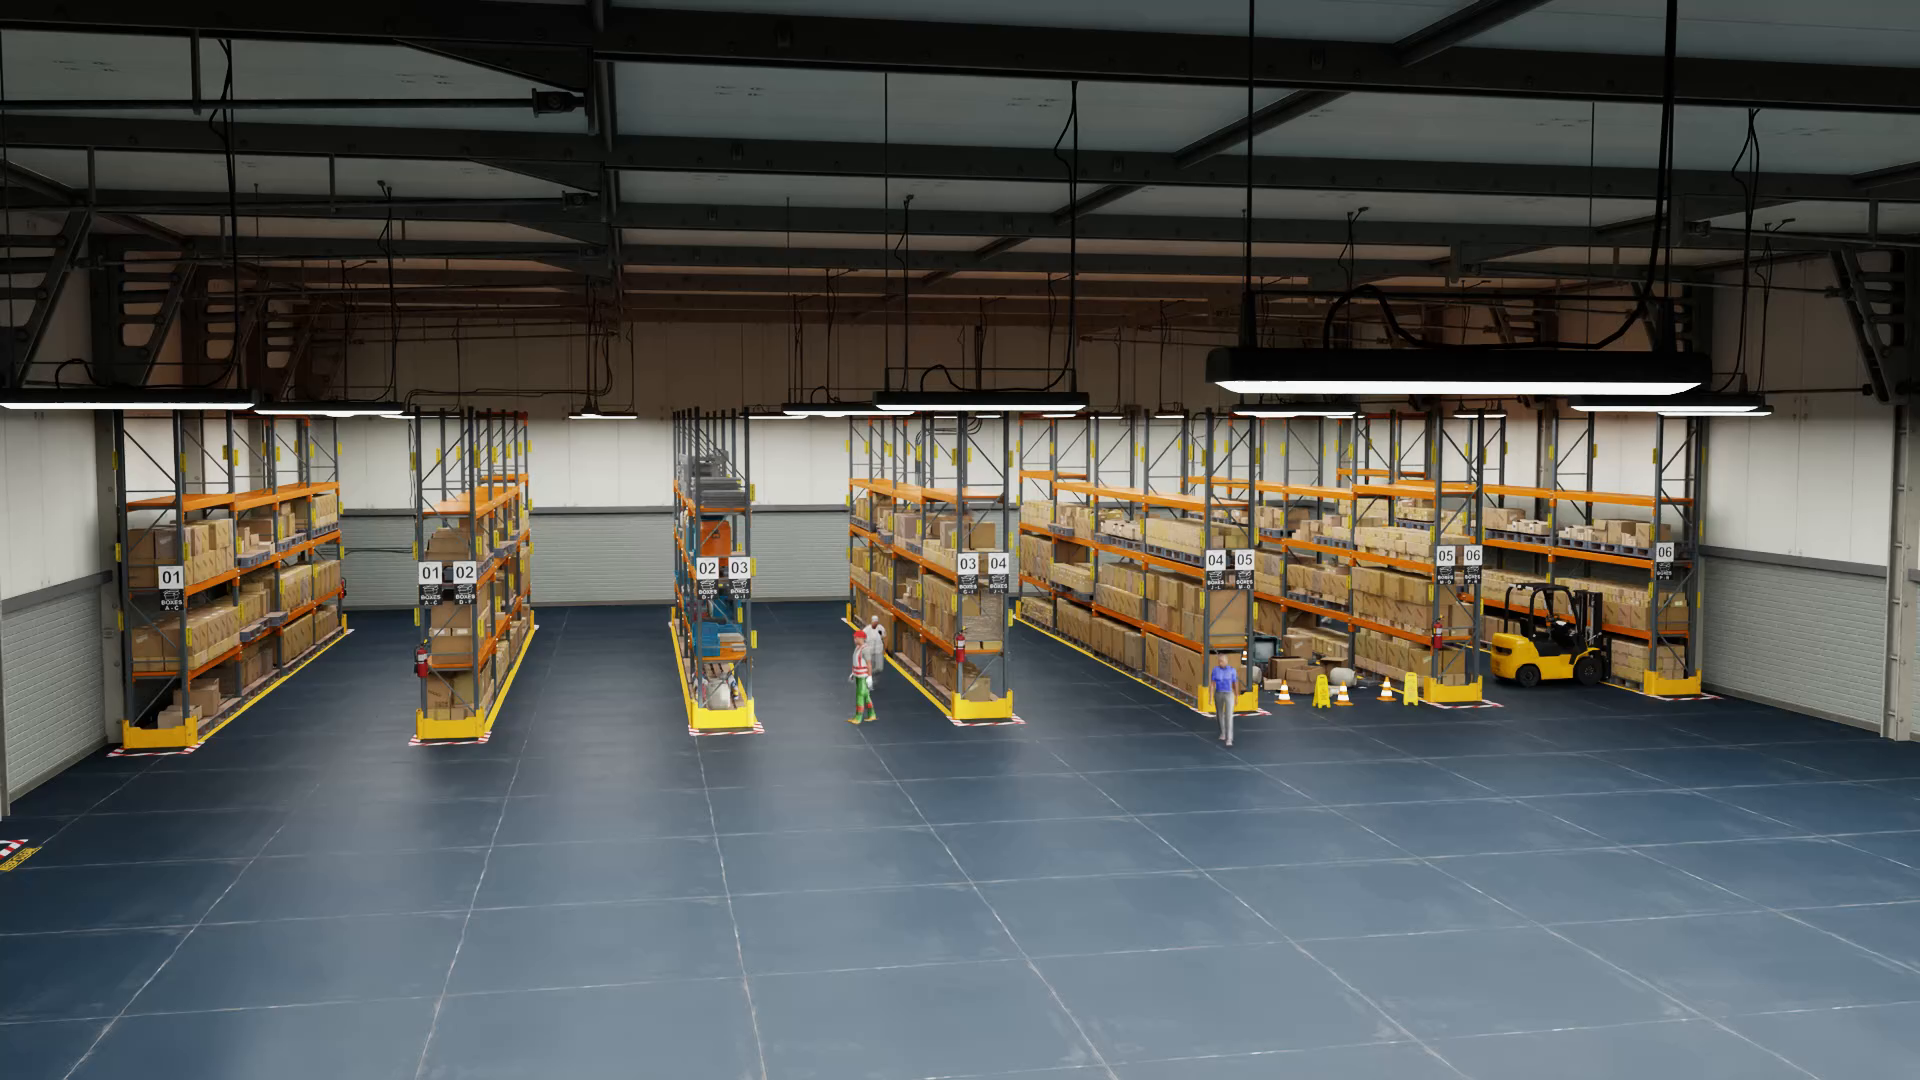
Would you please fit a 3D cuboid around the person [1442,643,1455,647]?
[{"bbox_3d":[11.317,2.201,38.397,0.548,1.601,0.671,-2,5,-27],"label":"person"}]

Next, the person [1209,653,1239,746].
[{"bbox_3d":[4.690,2.806,29.565,0.487,1.609,0.895,2,4,23],"label":"person"}]

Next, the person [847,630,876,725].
[{"bbox_3d":[-1.885,2.606,31.571,0.707,1.788,0.596,-2,5,-27],"label":"person"}]

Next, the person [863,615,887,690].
[{"bbox_3d":[-1.841,2.401,35.593,0.579,1.621,0.611,-1,4,-10],"label":"person"}]

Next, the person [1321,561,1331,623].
[{"bbox_3d":[10.419,1.473,47.262,0.539,1.779,0.638,3,5,37],"label":"person"}]
